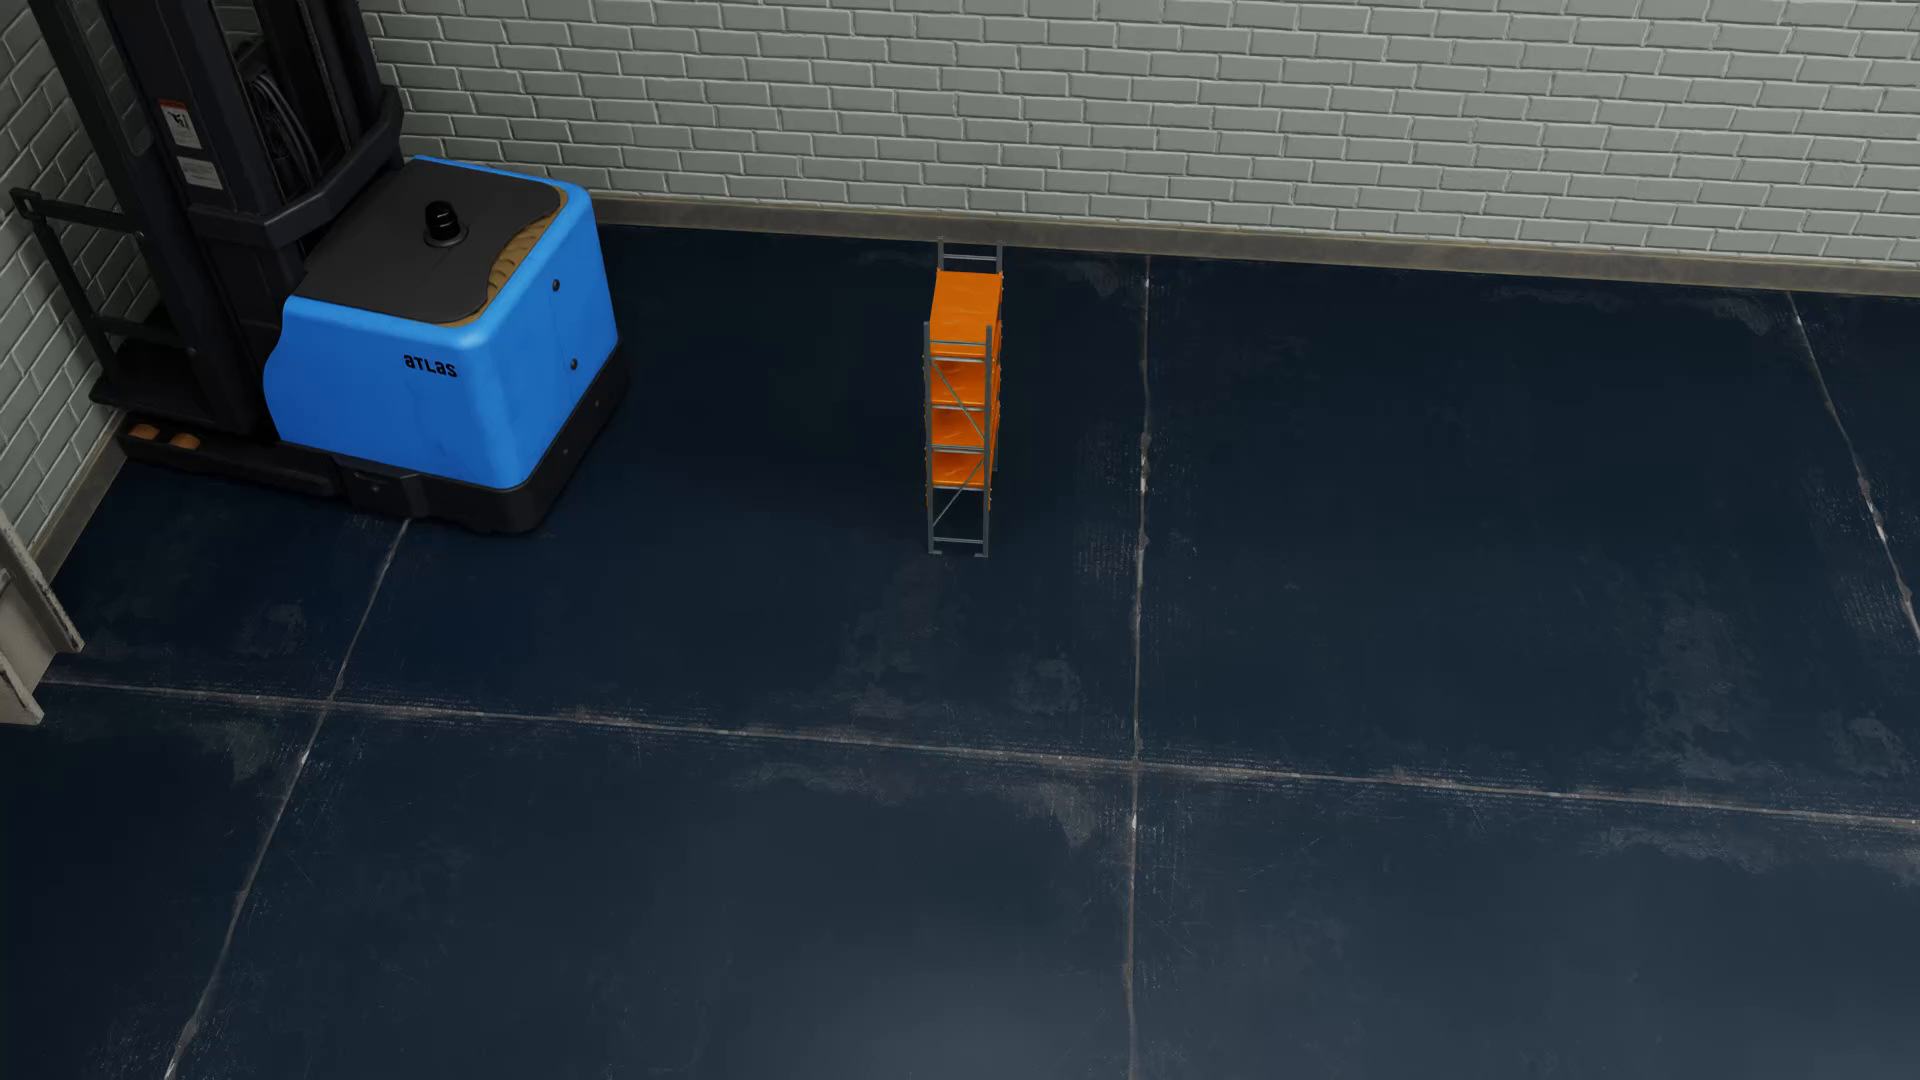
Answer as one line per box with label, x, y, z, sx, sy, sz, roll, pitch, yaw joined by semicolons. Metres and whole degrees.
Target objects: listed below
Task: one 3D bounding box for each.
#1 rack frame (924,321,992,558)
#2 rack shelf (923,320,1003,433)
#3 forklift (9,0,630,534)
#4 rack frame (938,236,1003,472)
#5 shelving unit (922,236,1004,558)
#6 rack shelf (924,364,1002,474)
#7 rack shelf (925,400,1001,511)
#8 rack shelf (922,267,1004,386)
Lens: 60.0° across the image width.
rack frame;-0.007;-0.347;6.255;0.240;1.200;0.015;4;48;4
rack shelf;0.015;-0.632;6.303;0.258;0.148;0.480;4;48;4
forklift;-3.022;-1.638;6.262;3.031;2.935;1.130;12;49;11
rack frame;0.037;-0.706;6.583;0.240;1.200;0.015;4;48;4
shelving unit;0.015;-0.527;6.419;0.258;1.200;0.503;4;48;4
rack shelf;0.015;-0.481;6.468;0.258;0.148;0.480;4;48;4
rack shelf;0.015;-0.347;6.615;0.258;0.148;0.480;4;48;4
rack shelf;0.015;-0.792;6.129;0.258;0.148;0.480;4;48;4
